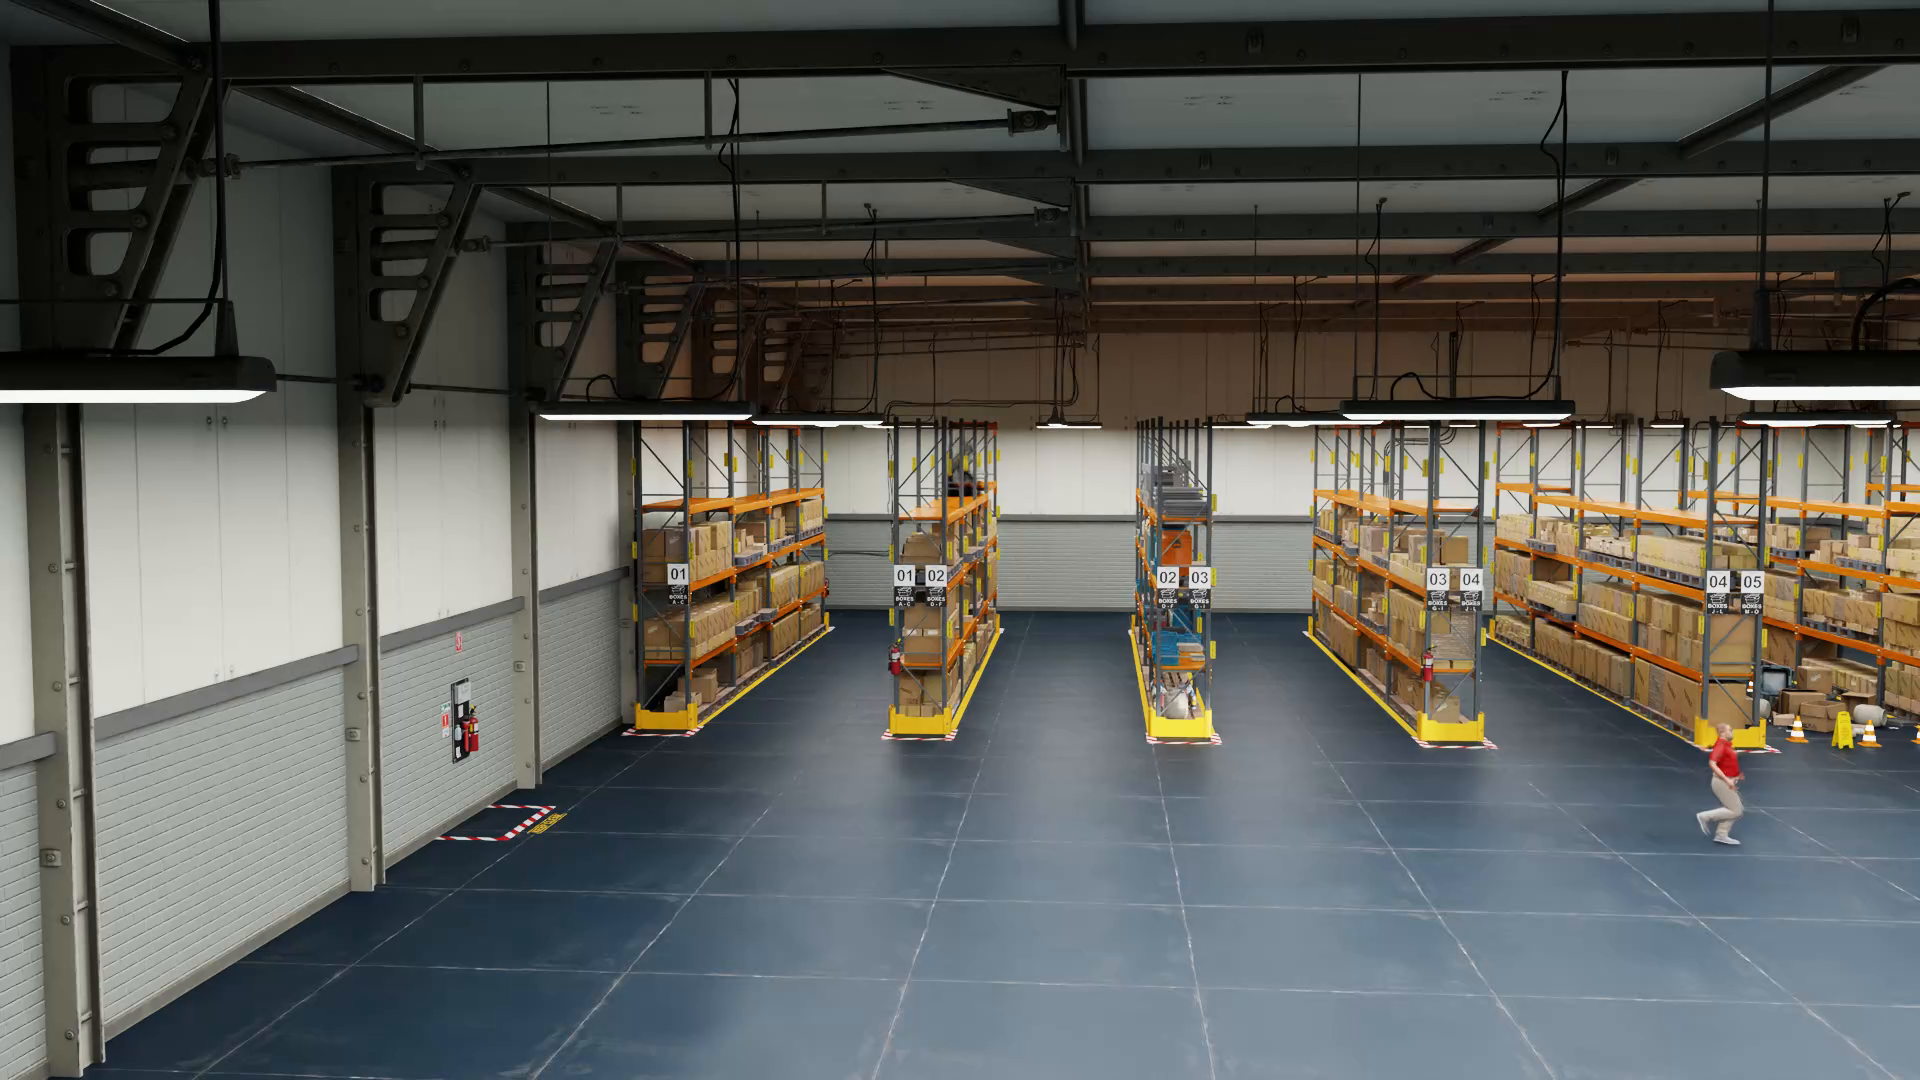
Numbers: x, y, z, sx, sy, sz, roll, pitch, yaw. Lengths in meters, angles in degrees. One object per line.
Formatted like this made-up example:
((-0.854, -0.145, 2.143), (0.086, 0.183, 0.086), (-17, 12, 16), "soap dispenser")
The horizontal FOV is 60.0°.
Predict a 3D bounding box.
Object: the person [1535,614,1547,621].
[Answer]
((16.320, 1.840, 46.957), (0.624, 1.637, 0.869), (-3, 5, -37), "person")

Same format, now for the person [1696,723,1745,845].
((10.572, 3.381, 23.090), (0.599, 1.684, 0.670), (2, 4, 26), "person")

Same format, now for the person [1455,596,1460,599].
((13.861, 1.858, 46.666), (0.684, 1.646, 0.677), (2, 4, 32), "person")
